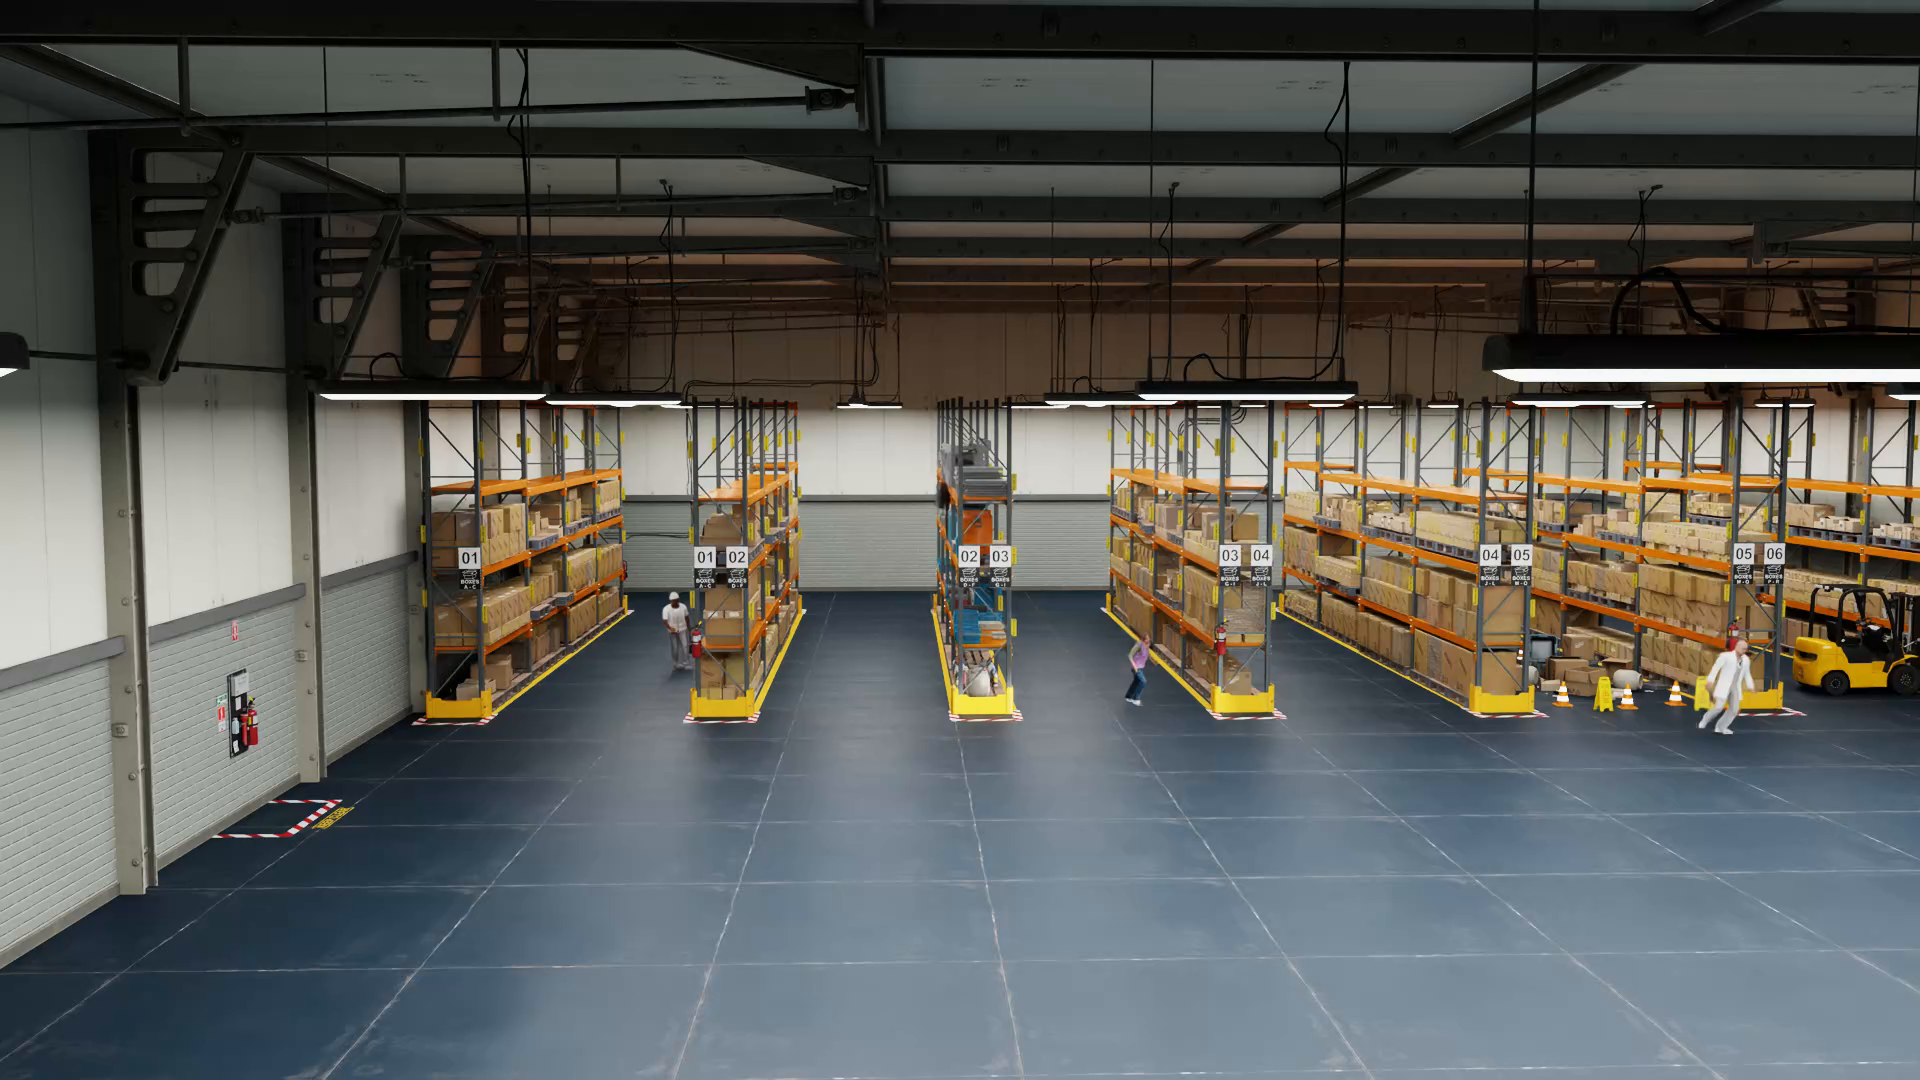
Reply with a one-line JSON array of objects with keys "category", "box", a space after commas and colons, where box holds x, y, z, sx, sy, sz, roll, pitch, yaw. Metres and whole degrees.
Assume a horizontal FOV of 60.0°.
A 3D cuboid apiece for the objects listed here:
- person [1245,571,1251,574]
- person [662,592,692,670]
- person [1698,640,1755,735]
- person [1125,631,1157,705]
[{"category": "person", "box": [8.048, 1.187, 47.584, 0.727, 1.774, 0.919, 2, 5, 25]}, {"category": "person", "box": [-6.195, 1.998, 36.549, 0.667, 1.717, 0.954, -2, 5, -21]}, {"category": "person", "box": [13.565, 2.590, 29.437, 0.840, 1.696, 0.654, -1, 4, -10]}, {"category": "person", "box": [3.470, 2.503, 32.498, 0.704, 1.506, 0.579, 3, 5, 32]}]
